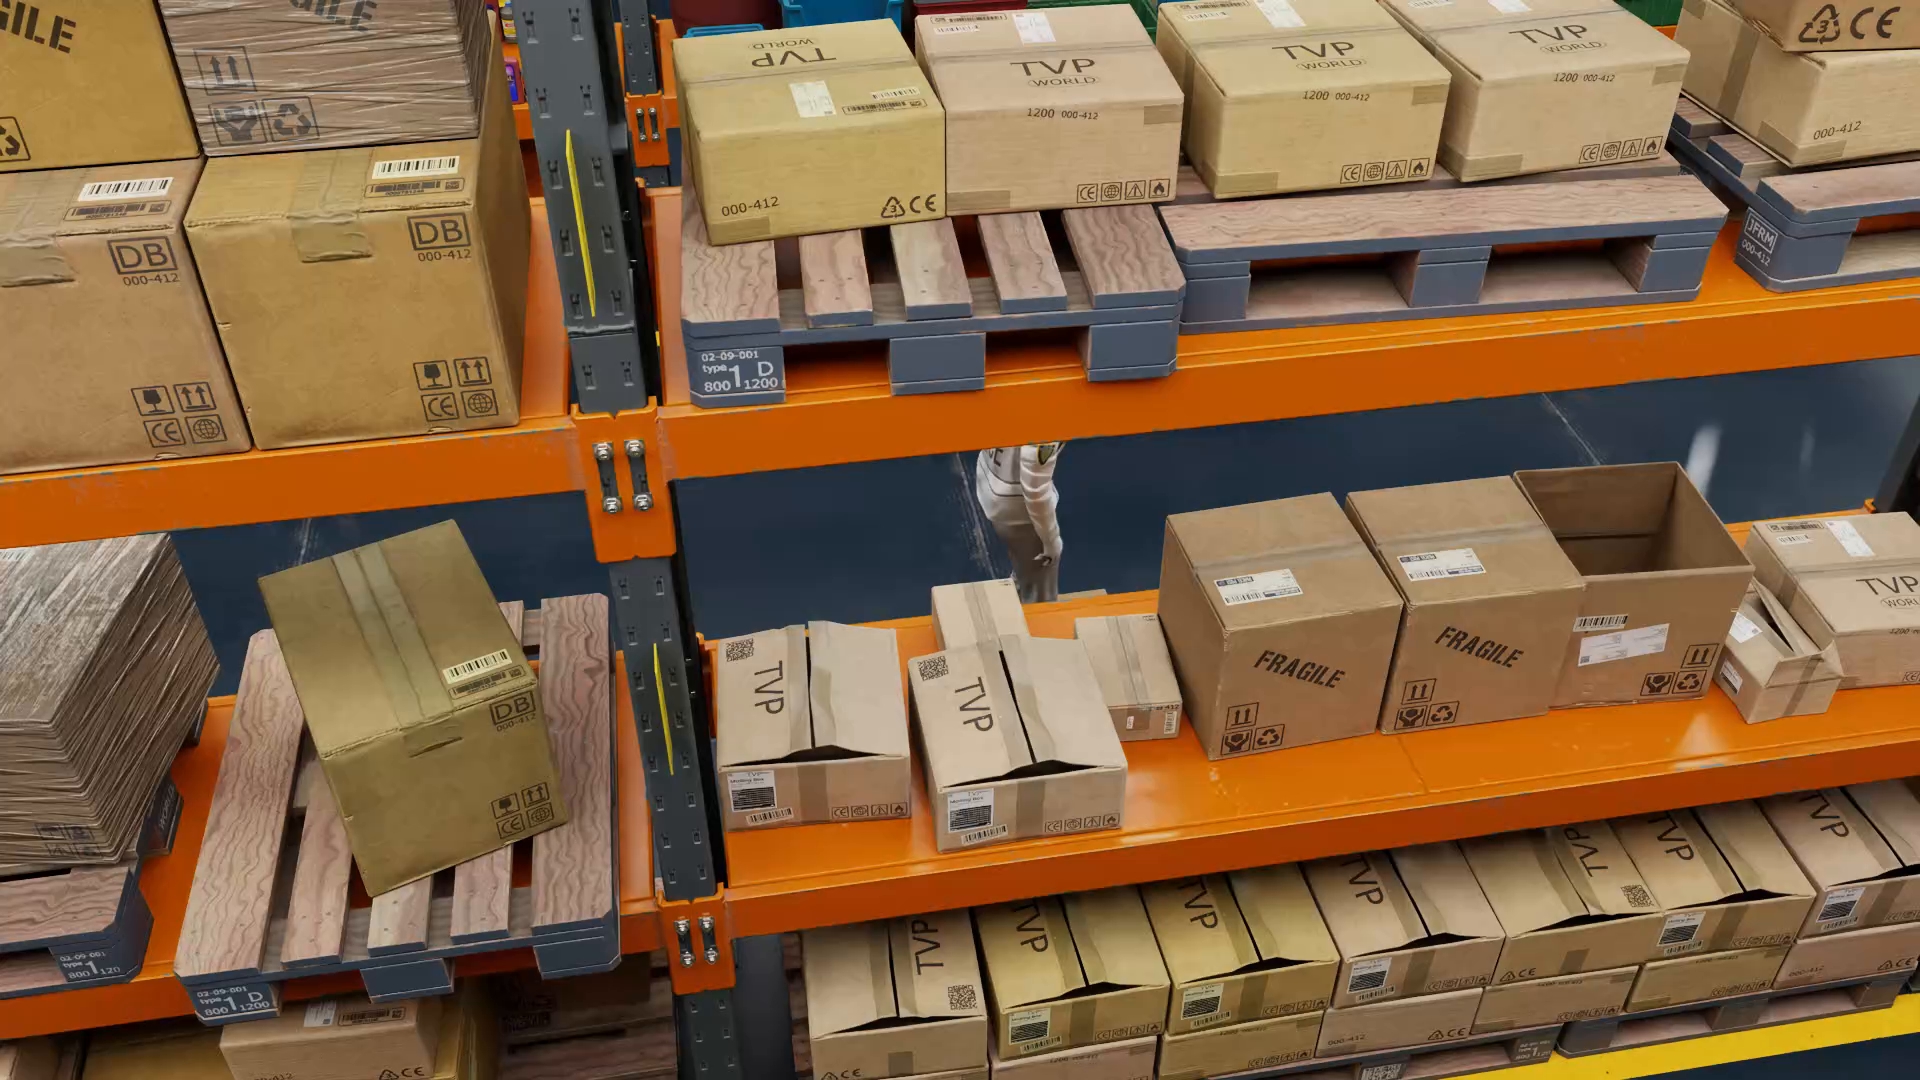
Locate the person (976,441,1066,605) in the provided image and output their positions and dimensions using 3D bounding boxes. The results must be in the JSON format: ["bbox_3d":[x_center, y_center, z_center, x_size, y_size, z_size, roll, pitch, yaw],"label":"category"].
[{"bbox_3d":[0.279,-0.137,6.322,0.415,1.662,0.540,-8,40,-10],"label":"person"}]
